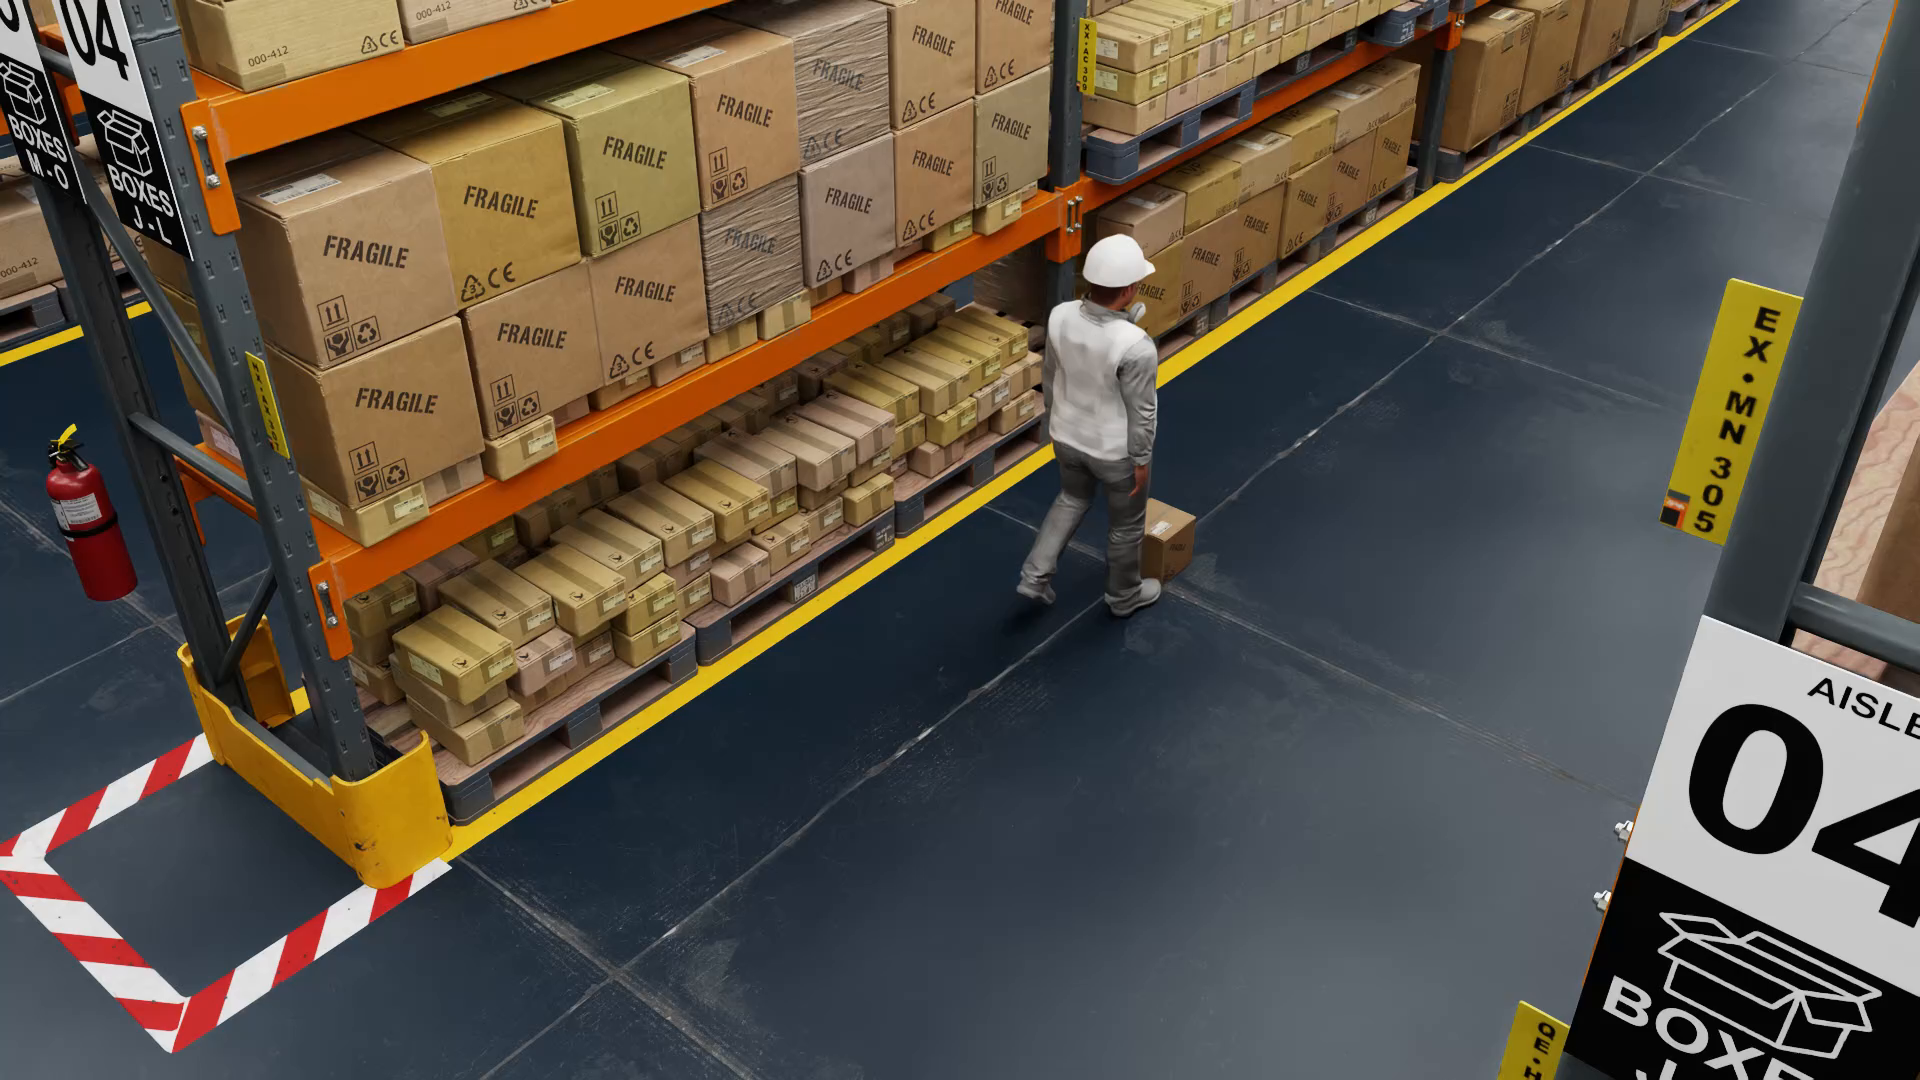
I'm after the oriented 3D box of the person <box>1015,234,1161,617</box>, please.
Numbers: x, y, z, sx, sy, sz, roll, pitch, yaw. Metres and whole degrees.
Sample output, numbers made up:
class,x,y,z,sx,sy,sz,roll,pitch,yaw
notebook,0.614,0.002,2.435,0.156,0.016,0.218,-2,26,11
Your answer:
class,x,y,z,sx,sy,sz,roll,pitch,yaw
person,0.583,-0.422,6.716,0.559,1.772,0.633,26,42,32
